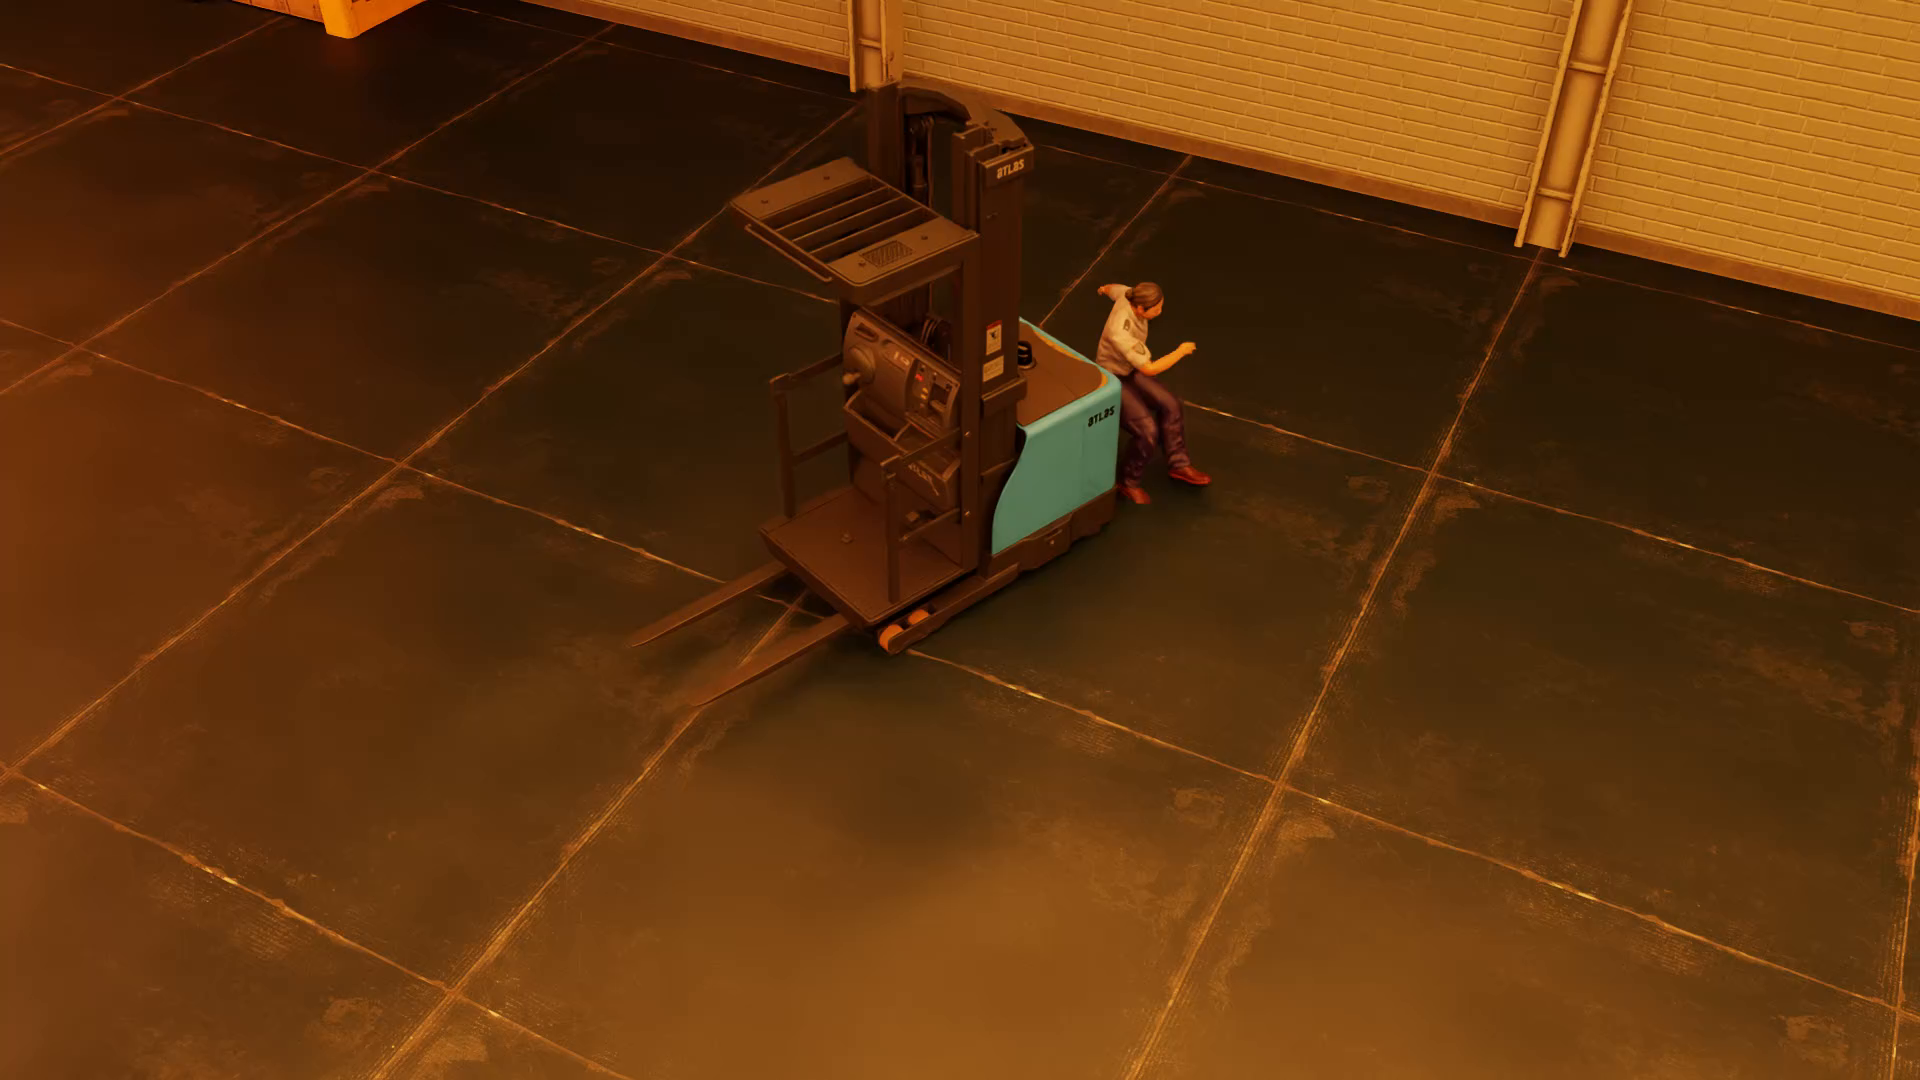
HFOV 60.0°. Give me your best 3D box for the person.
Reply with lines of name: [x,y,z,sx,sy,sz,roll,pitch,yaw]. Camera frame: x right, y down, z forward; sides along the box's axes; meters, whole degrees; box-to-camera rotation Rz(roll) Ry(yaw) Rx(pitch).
person: [1.198,-1.067,10.481,1.009,1.442,0.979,14,42,16]

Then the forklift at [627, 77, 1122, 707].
forklift: [-0.484,-0.856,9.003,3.031,2.935,1.130,-29,48,-30]
